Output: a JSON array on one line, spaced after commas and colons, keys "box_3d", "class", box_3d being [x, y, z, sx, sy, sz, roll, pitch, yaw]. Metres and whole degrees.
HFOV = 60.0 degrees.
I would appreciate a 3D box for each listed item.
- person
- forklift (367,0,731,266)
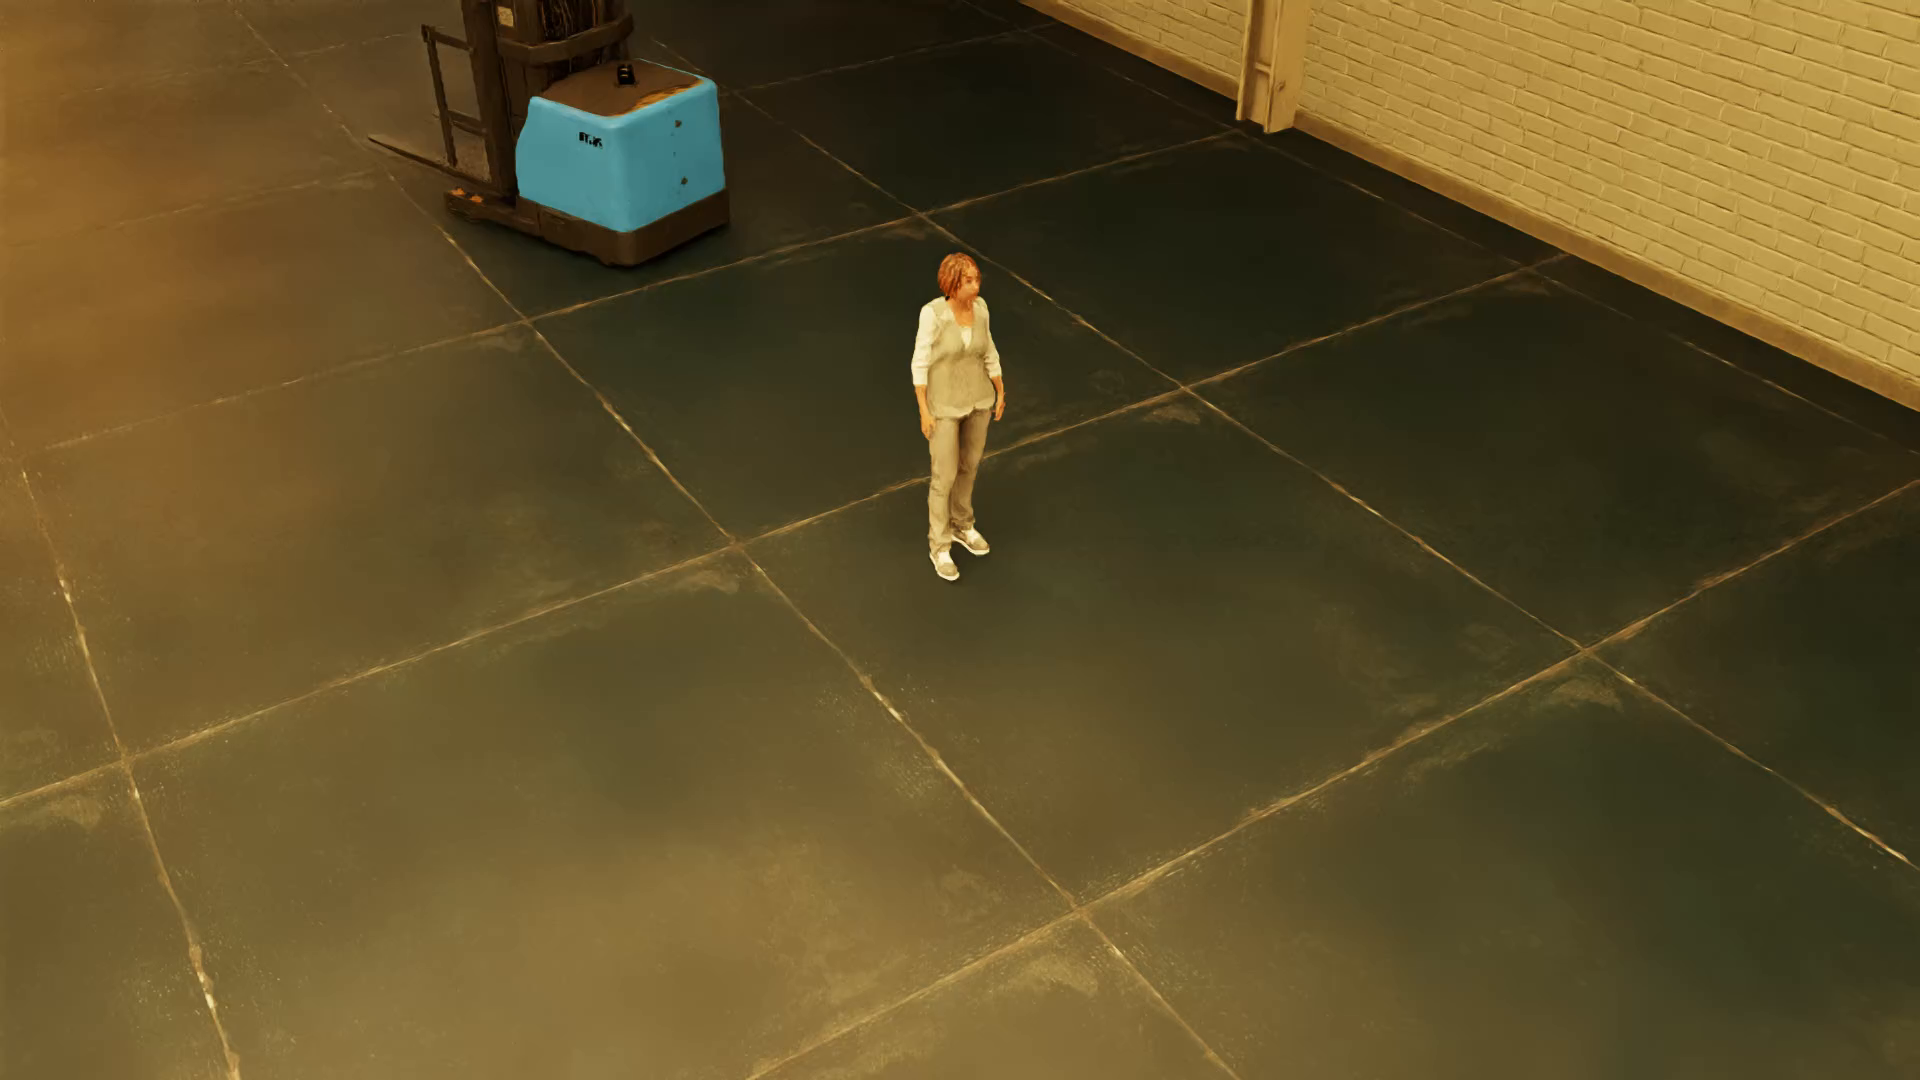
[{"box_3d": [0.029, -0.619, 8.177, 0.521, 1.597, 0.474, -21, 40, -27], "class": "person"}, {"box_3d": [-3.116, -3.728, 11.453, 3.031, 2.935, 1.130, 23, 41, 29], "class": "forklift"}]
